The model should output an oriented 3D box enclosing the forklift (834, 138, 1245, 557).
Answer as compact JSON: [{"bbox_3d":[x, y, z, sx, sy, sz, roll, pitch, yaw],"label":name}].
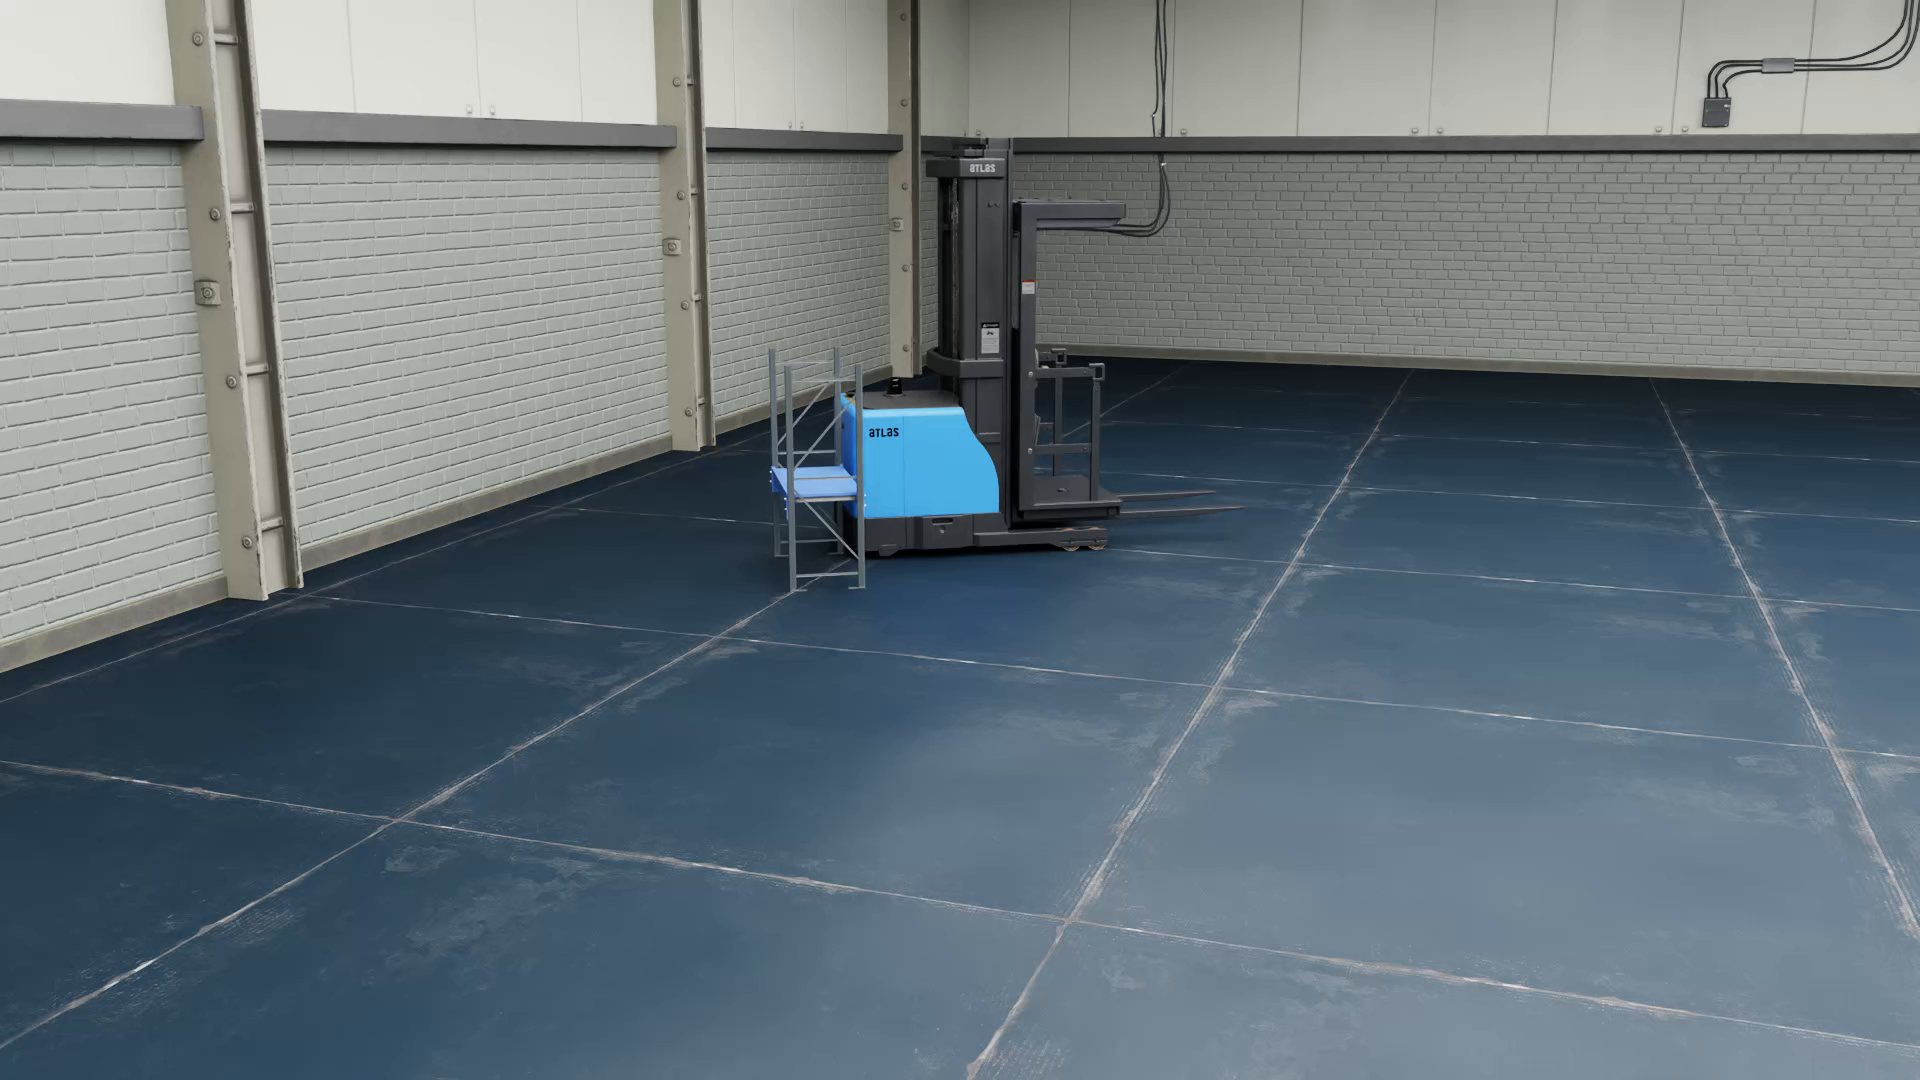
[{"bbox_3d":[0.611,-1.459,12.294,3.031,2.935,1.130,-3,13,-12],"label":"forklift"}]

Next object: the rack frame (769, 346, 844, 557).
[{"bbox_3d":[-1.091,-0.622,11.841,0.500,1.500,0.032,-3,13,-12],"label":"rack frame"}]

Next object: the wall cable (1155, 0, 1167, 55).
[{"bbox_3d":[4.051,-7.852,22.296,3.097,2.526,0.112,4,14,18],"label":"wall cable"}]

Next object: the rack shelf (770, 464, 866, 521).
[{"bbox_3d":[-0.986,-0.336,11.396,0.538,0.185,1.000,-3,13,-12],"label":"rack shelf"}]

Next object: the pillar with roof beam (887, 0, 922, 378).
[{"bbox_3d":[3.360,-6.263,19.707,9.100,9.000,0.400,4,14,18],"label":"pillar with roof beam"}]

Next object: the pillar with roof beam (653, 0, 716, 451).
[{"bbox_3d":[1.419,-5.000,14.172,9.100,9.000,0.400,4,14,18],"label":"pillar with roof beam"}]

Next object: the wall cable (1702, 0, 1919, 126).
[{"bbox_3d":[10.469,-8.070,19.978,2.305,6.003,0.169,4,14,18],"label":"wall cable"}]

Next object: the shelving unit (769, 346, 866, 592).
[{"bbox_3d":[-0.986,-0.511,11.356,0.538,1.500,1.048,-3,13,-12],"label":"shelving unit"}]

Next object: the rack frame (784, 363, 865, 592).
[{"bbox_3d":[-0.880,-0.400,10.871,0.500,1.500,0.032,-3,13,-12],"label":"rack frame"}]

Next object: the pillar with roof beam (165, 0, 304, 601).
[{"bbox_3d":[-0.523,-3.737,8.637,9.100,9.000,0.400,4,14,18],"label":"pillar with roof beam"}]

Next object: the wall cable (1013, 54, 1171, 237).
[{"bbox_3d":[1.491,-5.585,23.711,3.097,2.526,0.112,4,14,18],"label":"wall cable"}]
